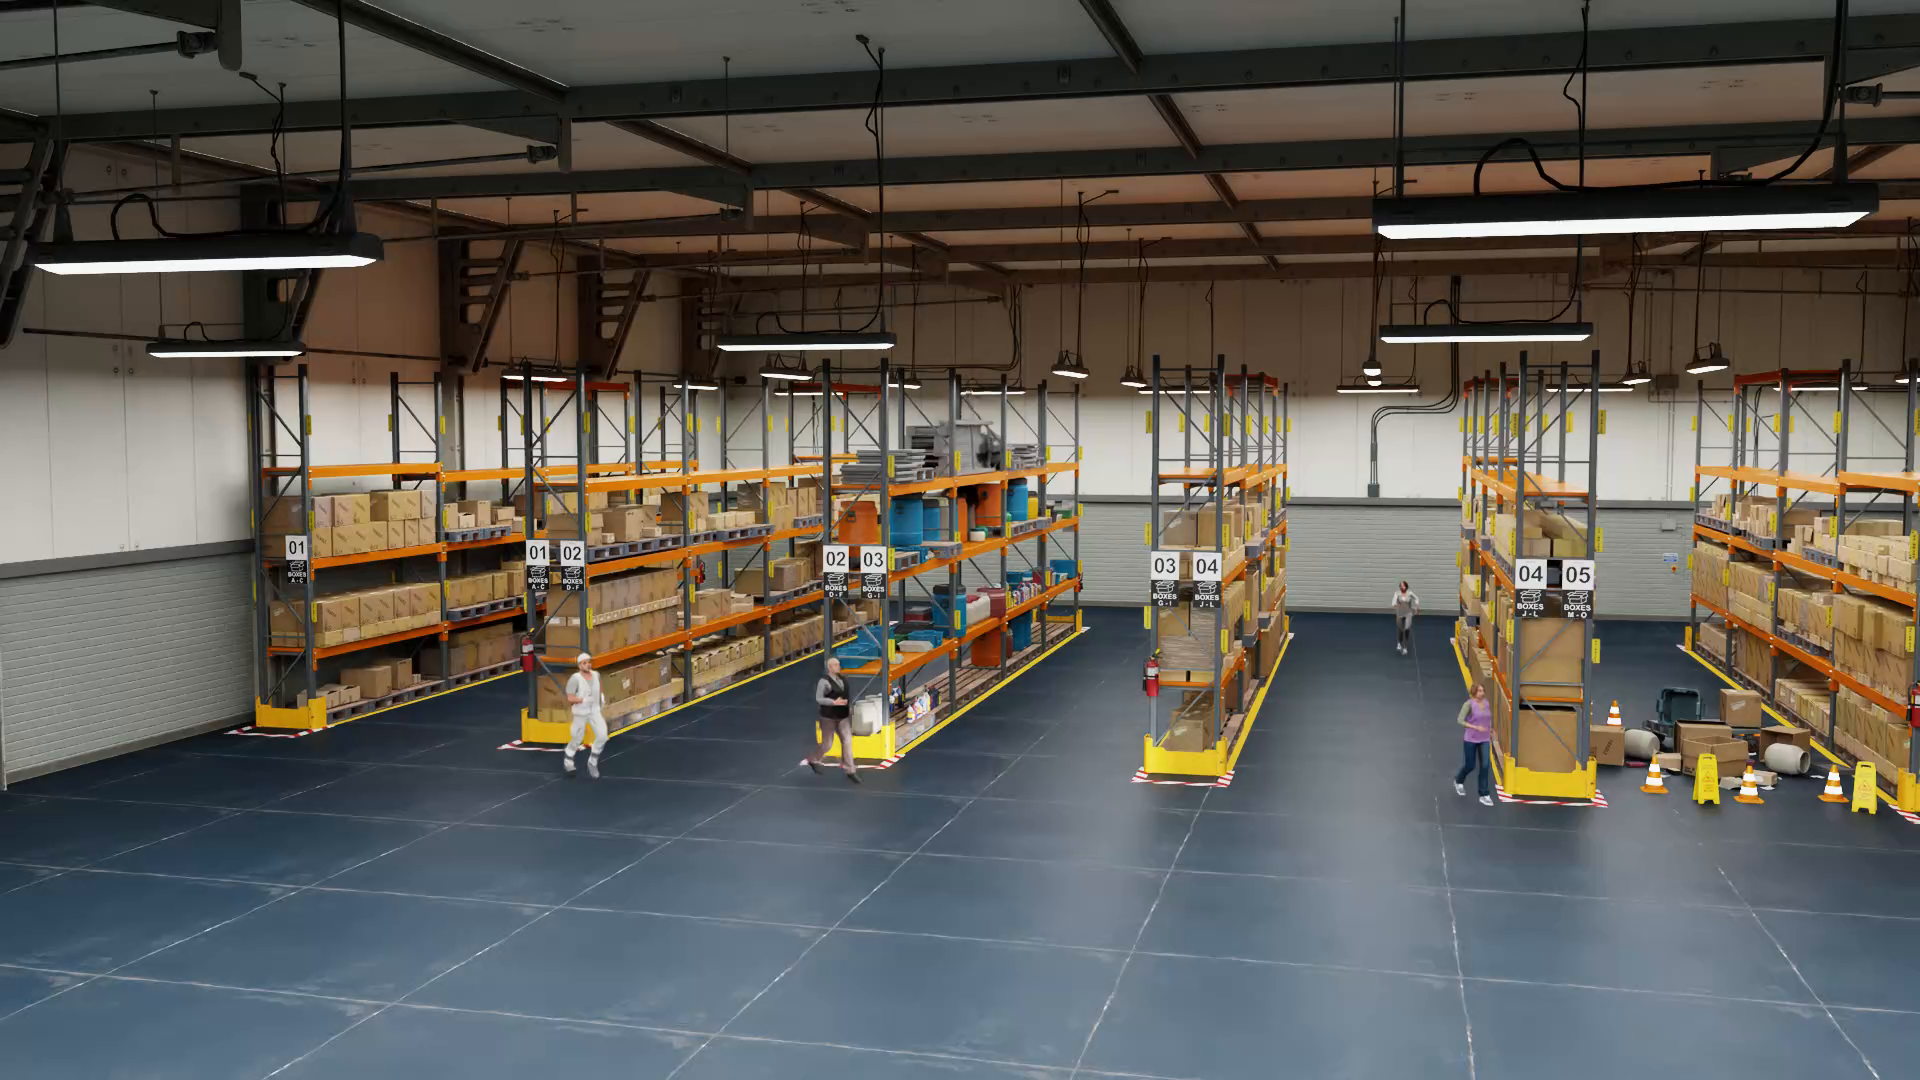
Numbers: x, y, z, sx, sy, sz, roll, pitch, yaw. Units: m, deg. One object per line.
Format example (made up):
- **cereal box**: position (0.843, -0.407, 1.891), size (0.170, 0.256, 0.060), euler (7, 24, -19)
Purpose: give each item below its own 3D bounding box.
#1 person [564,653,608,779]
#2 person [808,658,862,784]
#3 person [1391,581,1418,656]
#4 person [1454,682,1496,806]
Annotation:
- **person**: position (-5.285, 2.481, 23.565), size (0.672, 1.789, 0.882), euler (-3, 5, -39)
- **person**: position (-1.754, 2.509, 23.296), size (0.669, 1.723, 0.955), euler (-4, 5, -44)
- **person**: position (9.733, 1.703, 36.398), size (0.550, 1.617, 0.840), euler (1, 4, 20)
- **person**: position (6.839, 2.669, 22.039), size (0.558, 1.587, 0.792), euler (-1, 4, -13)
